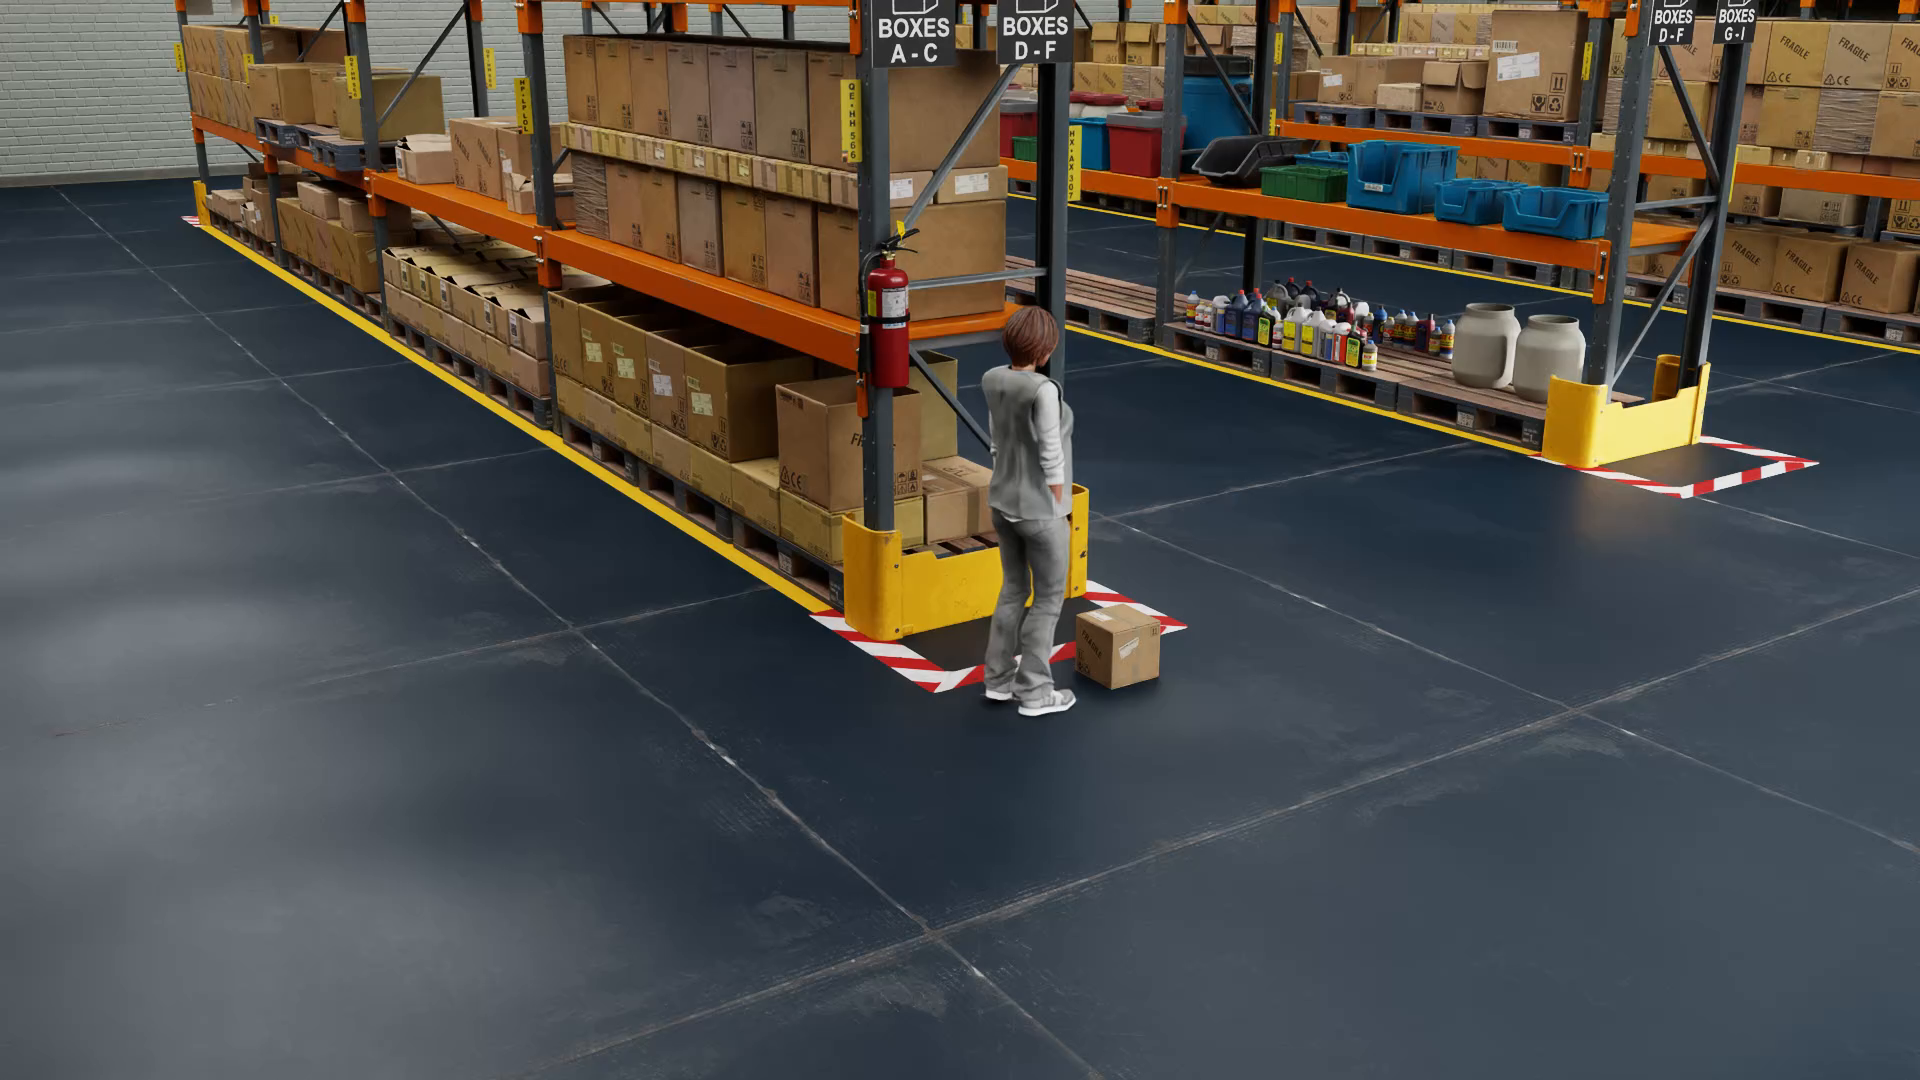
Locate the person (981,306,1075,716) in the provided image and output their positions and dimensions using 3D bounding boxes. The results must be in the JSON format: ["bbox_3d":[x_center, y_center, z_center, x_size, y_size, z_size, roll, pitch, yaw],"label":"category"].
[{"bbox_3d":[0.258,-0.107,6.419,0.299,1.600,0.407,-13,22,-34],"label":"person"}]
